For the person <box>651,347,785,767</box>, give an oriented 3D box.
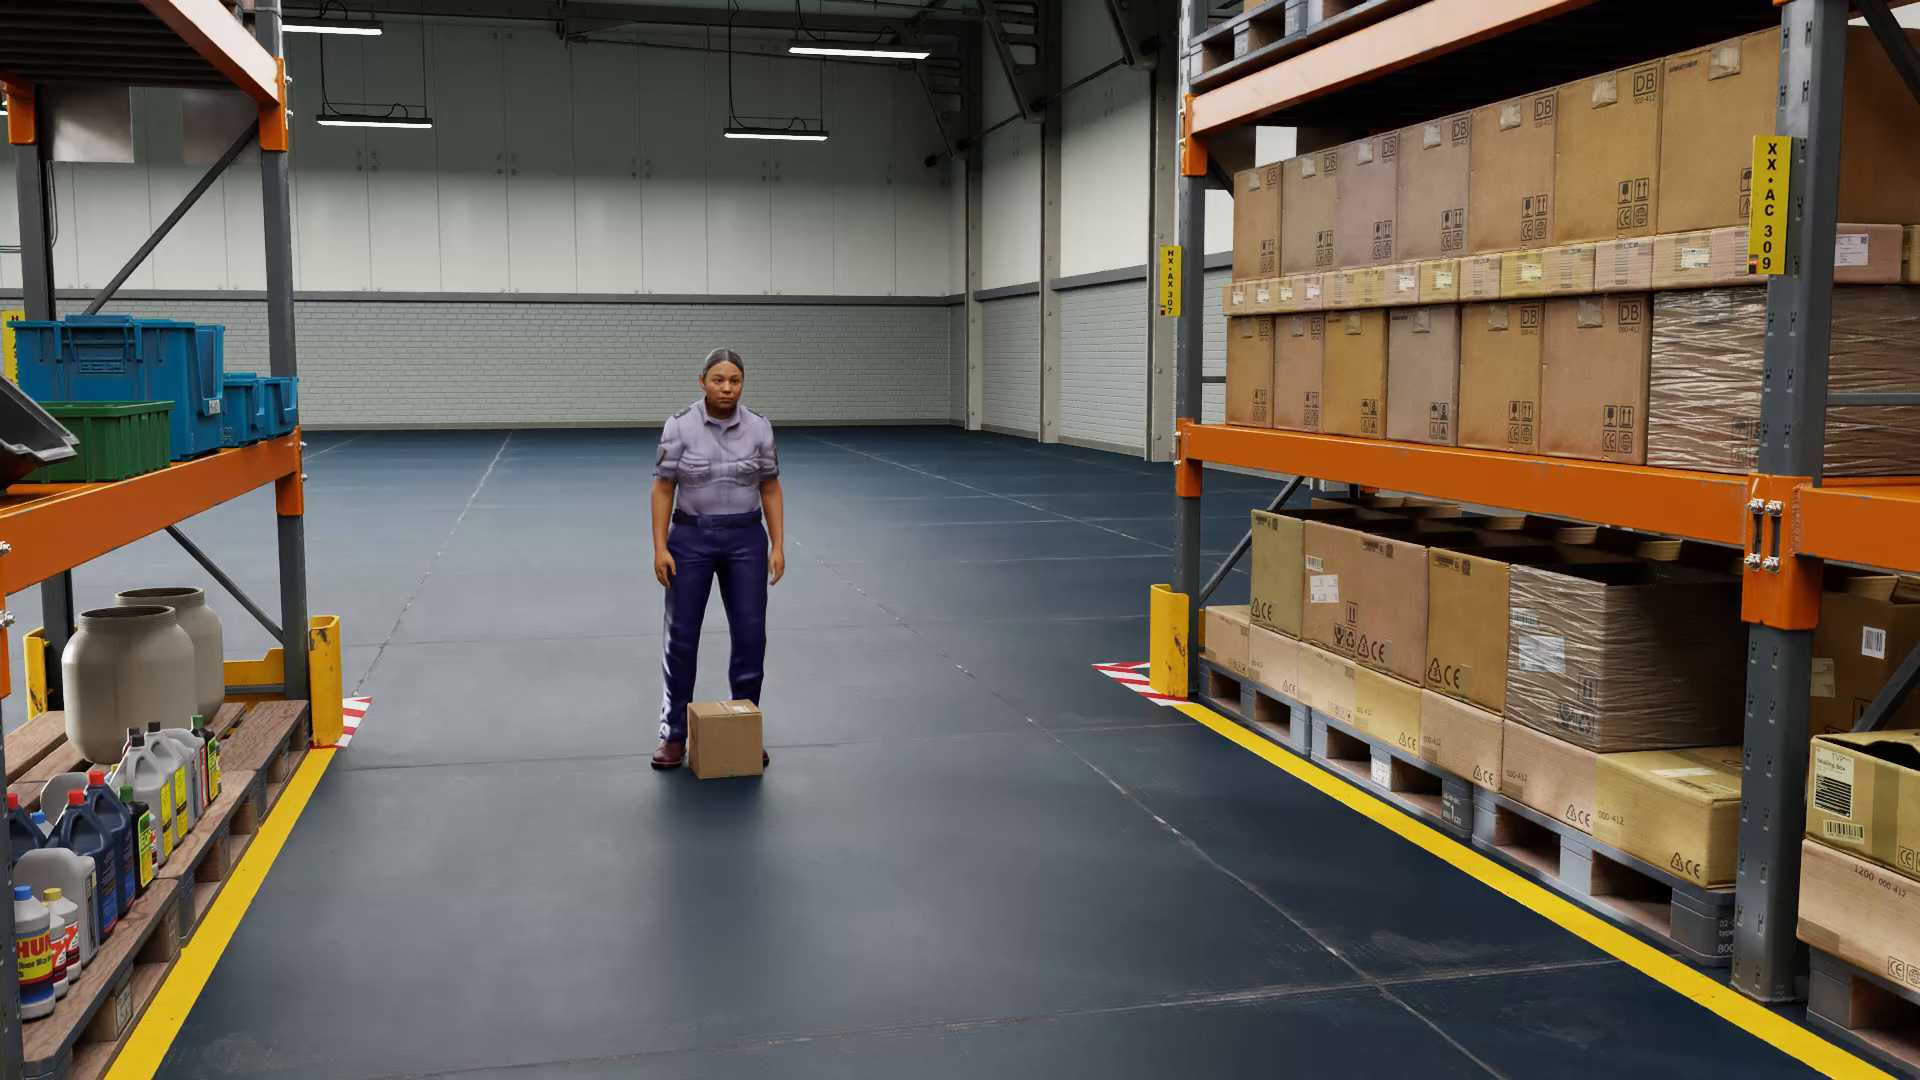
[{"bbox_3d":[-0.975,0.061,6.654,0.563,1.653,0.418,-2,6,-16],"label":"person"}]
